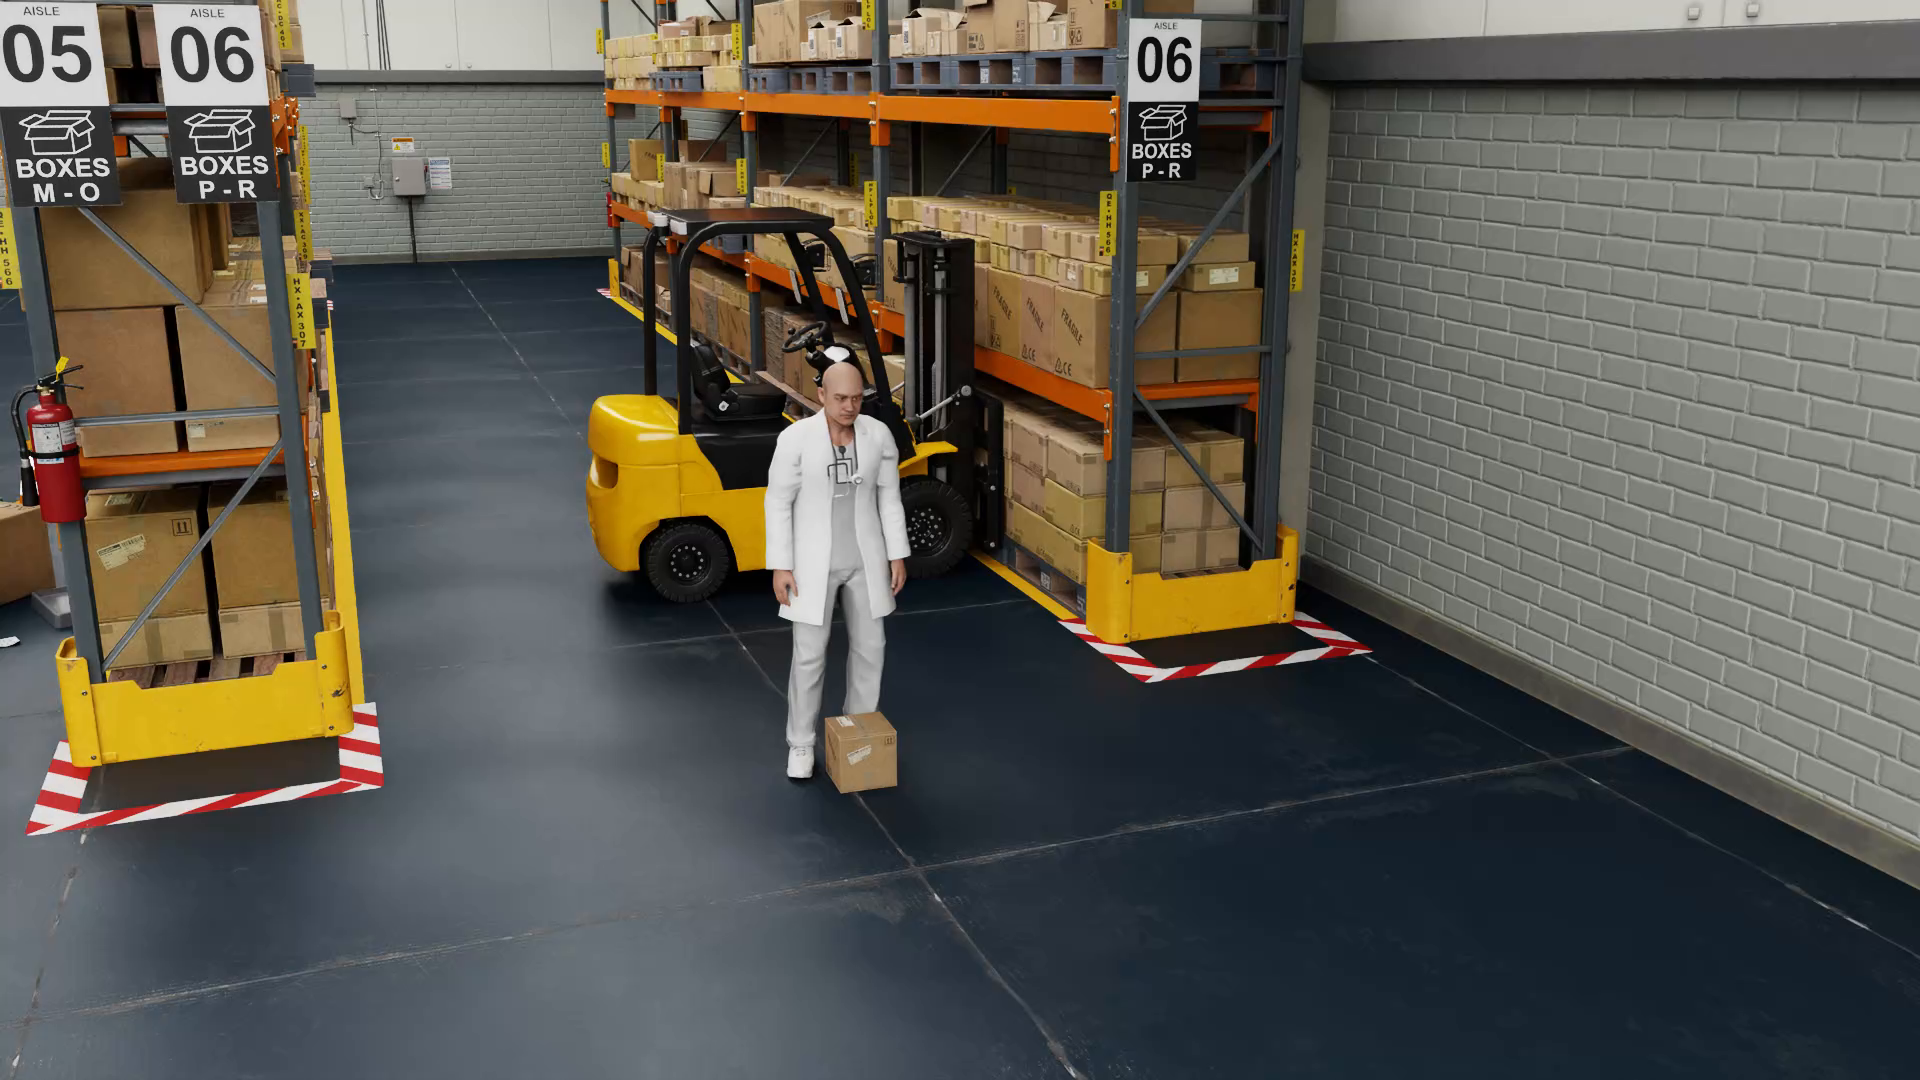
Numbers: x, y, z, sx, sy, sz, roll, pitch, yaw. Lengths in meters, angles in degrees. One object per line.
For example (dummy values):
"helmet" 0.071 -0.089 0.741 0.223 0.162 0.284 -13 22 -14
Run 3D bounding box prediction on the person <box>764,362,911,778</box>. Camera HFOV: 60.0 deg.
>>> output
"person" -0.521 0.112 7.142 0.642 1.774 0.421 -6 16 -20
